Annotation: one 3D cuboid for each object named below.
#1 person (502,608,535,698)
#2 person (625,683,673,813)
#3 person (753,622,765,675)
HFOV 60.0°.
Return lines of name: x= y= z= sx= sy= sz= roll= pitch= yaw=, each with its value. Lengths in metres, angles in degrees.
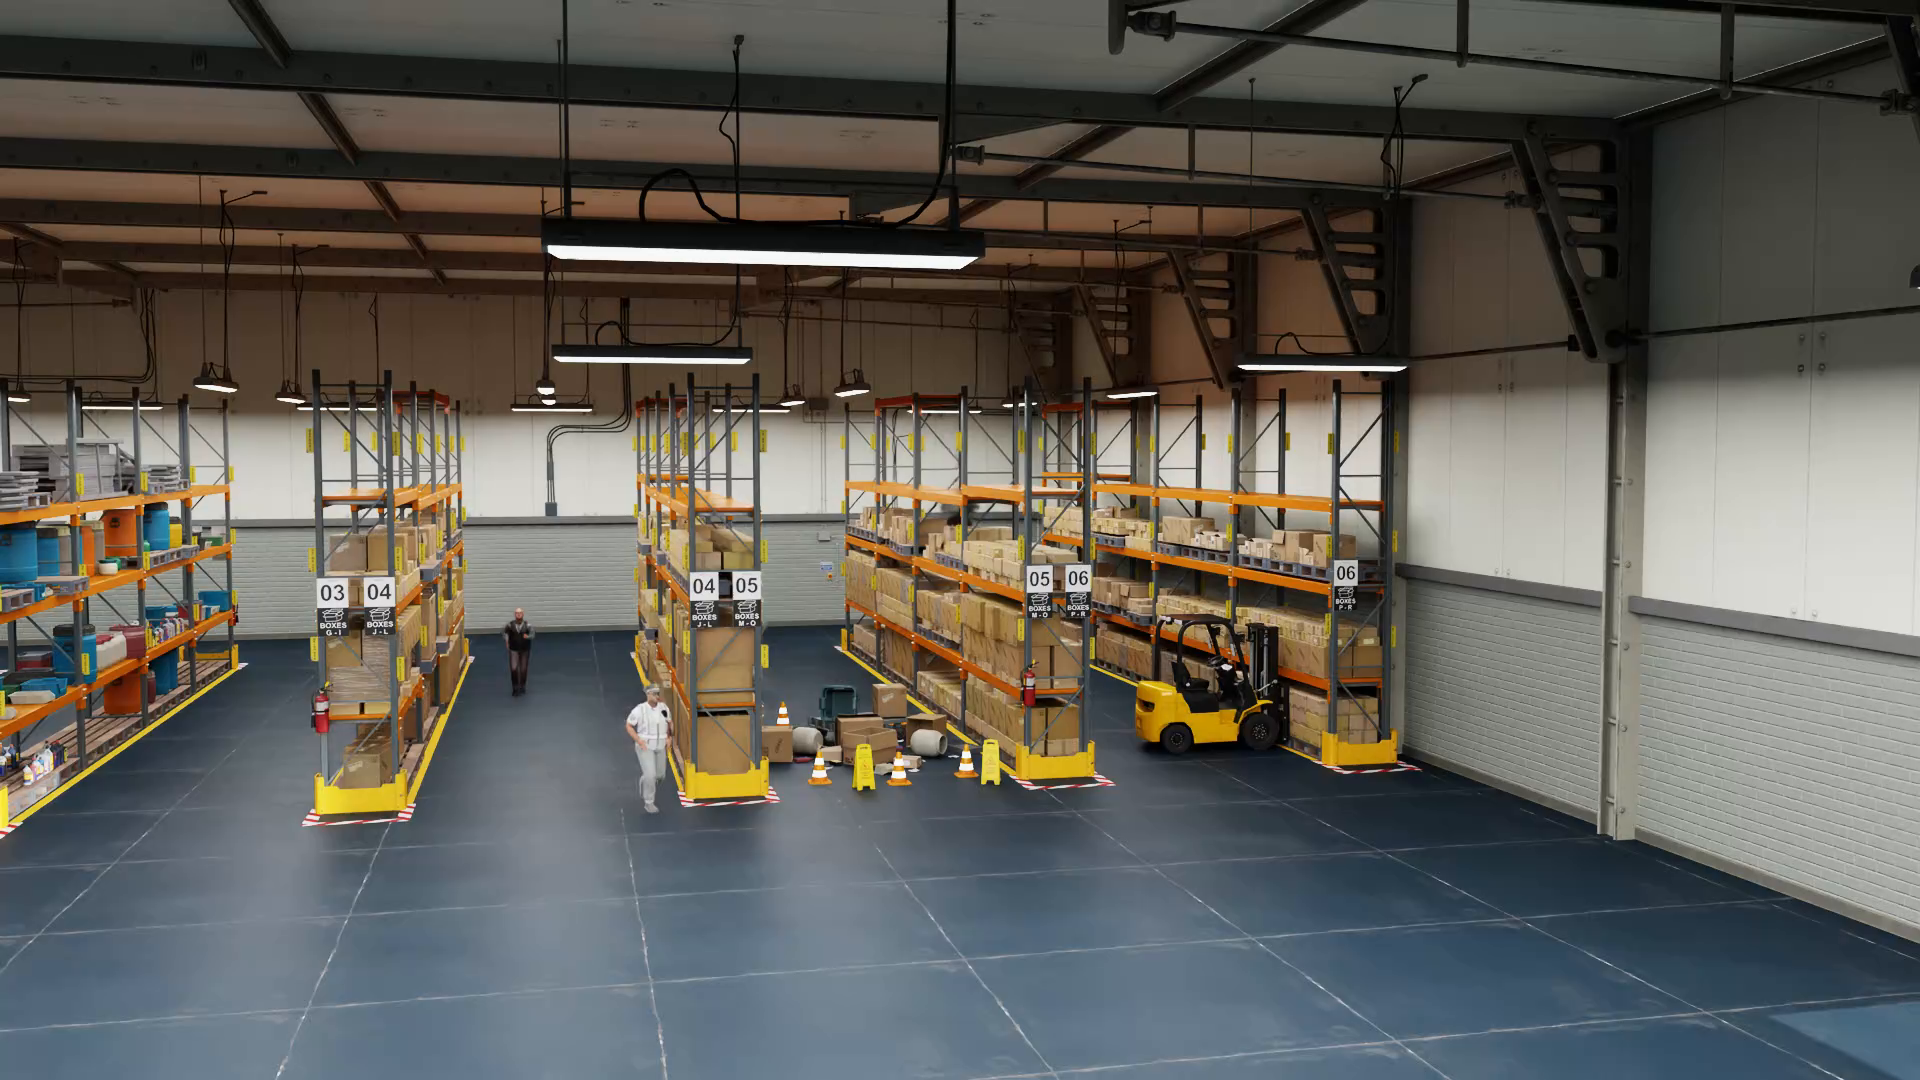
person: x=-8.751 y=2.243 z=33.012 sx=0.638 sy=1.764 sz=0.706 roll=-1 pitch=3 yaw=-17
person: x=-4.268 y=2.830 z=22.890 sx=0.707 sy=1.757 sz=0.697 roll=-3 pitch=4 yaw=-38
person: x=-4.387 y=2.212 z=35.233 sx=0.536 sy=1.572 sz=0.810 roll=-1 pitch=3 yaw=-10
